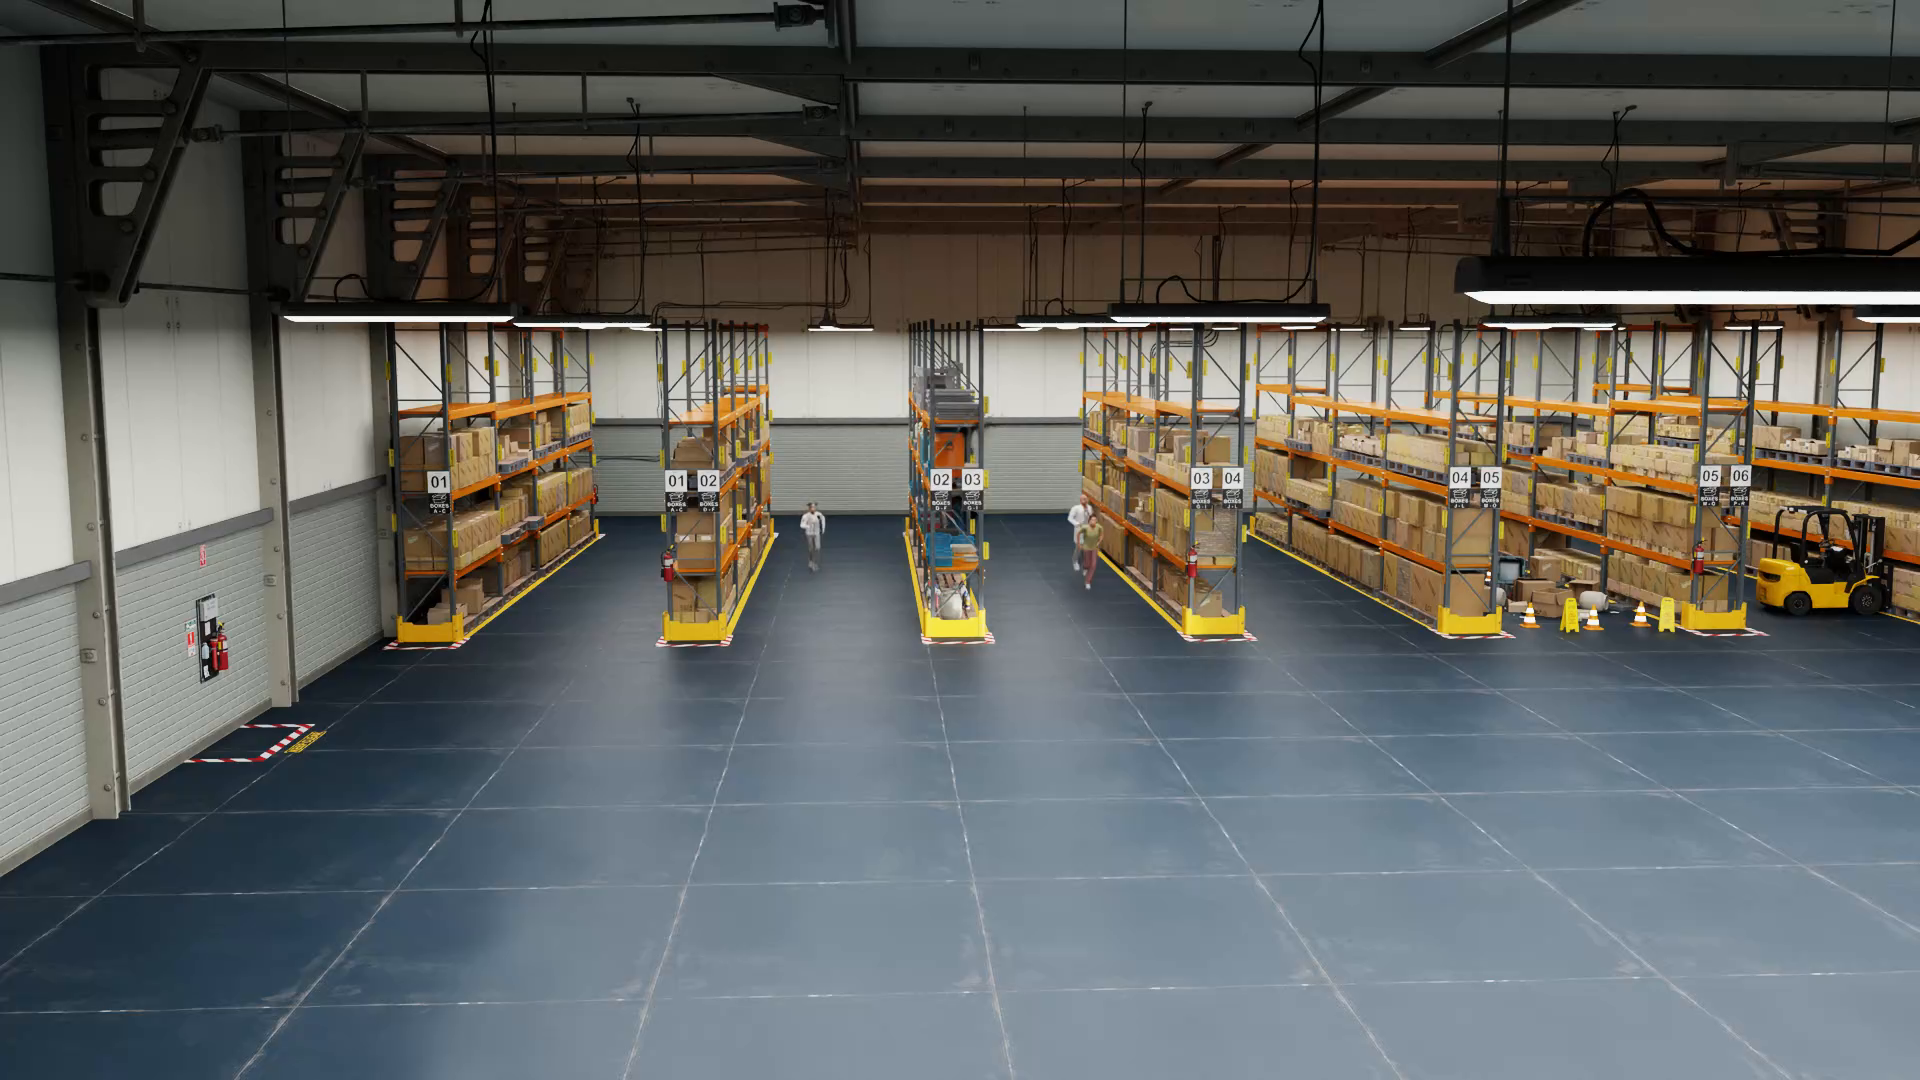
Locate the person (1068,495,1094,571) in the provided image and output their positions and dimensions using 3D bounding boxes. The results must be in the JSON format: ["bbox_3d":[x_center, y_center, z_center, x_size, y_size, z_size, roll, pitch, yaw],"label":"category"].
[{"bbox_3d":[2.850,-0.156,38.716,0.713,1.802,0.918,-2,7,-17],"label":"person"}]

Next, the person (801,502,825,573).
[{"bbox_3d":[-3.573,-0.091,40.400,0.637,1.727,0.828,-2,7,-15],"label":"person"}]

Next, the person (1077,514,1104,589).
[{"bbox_3d":[2.808,0.223,35.925,0.575,1.613,0.735,-2,7,-13],"label":"person"}]
